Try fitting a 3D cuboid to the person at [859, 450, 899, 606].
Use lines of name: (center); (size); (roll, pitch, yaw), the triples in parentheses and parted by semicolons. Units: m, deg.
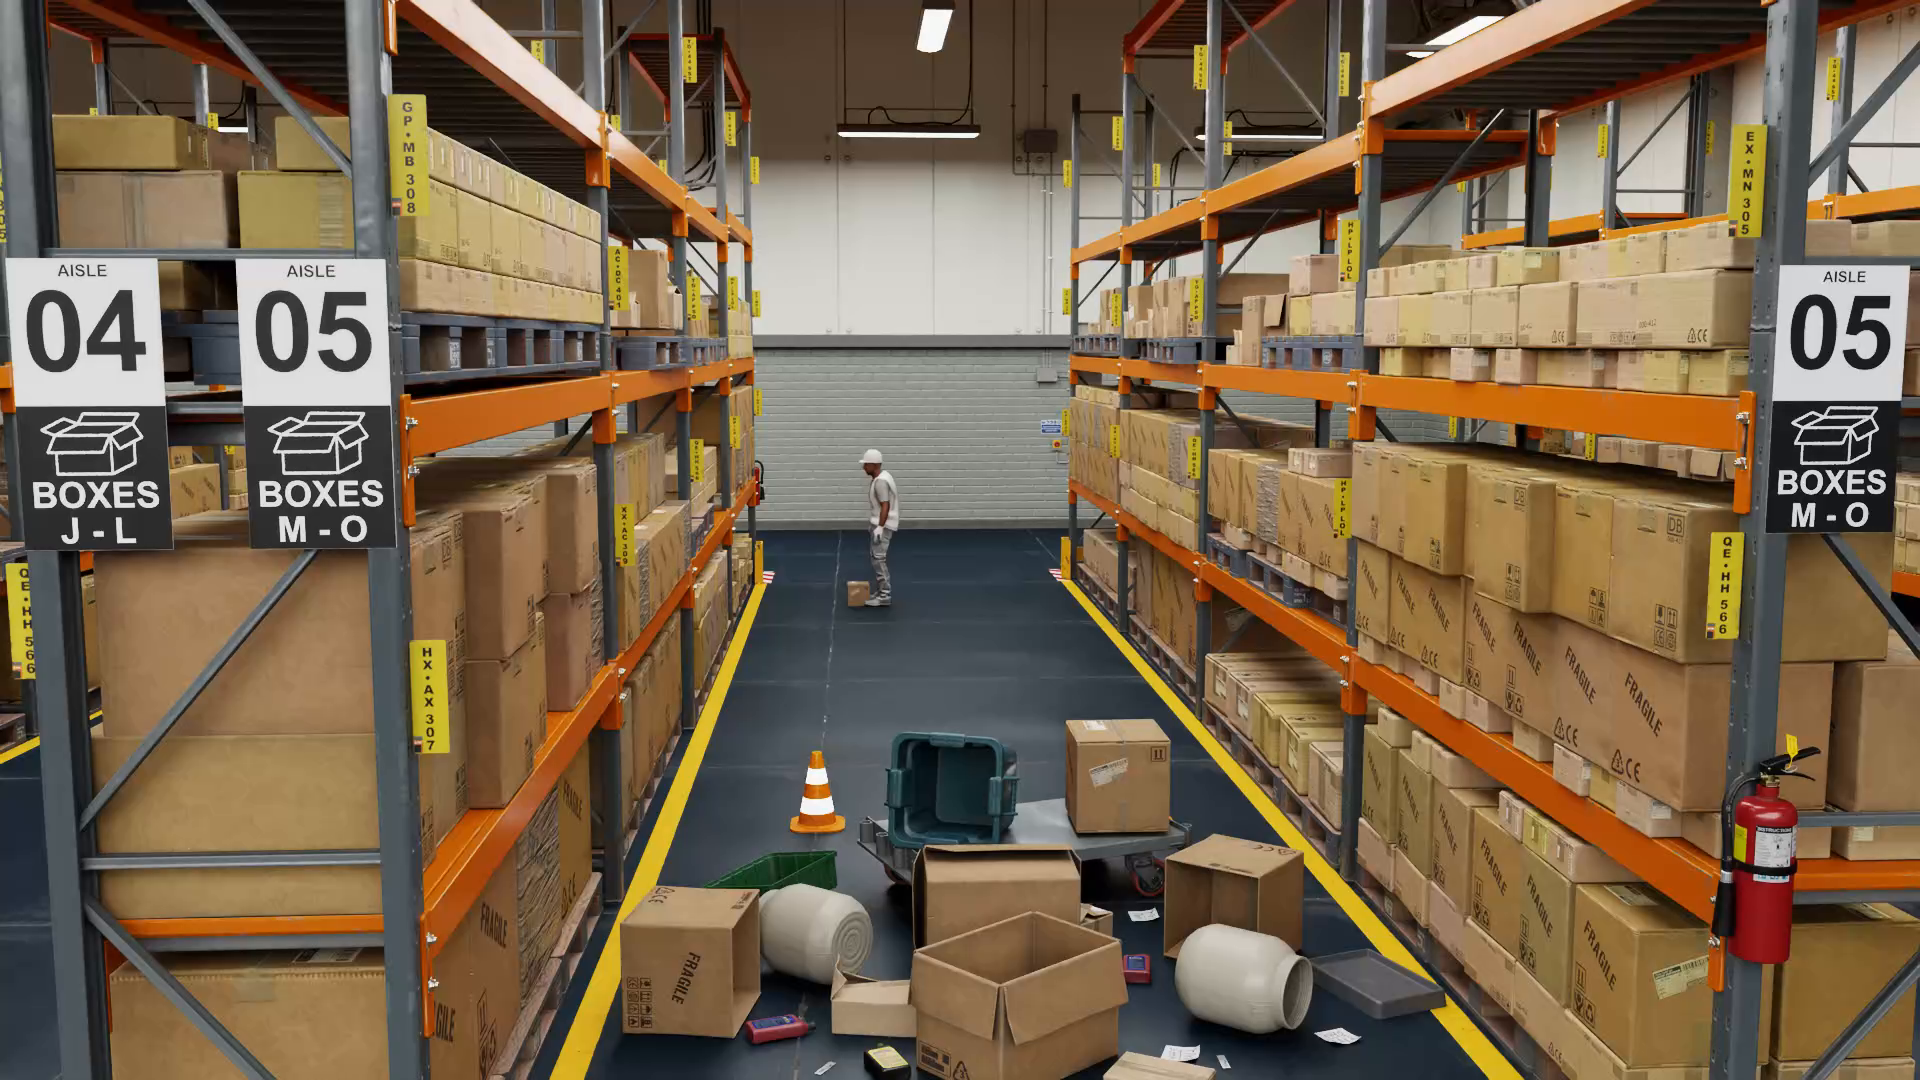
person: (-0.924, -0.143, 18.909); (0.449, 1.772, 0.608); (-1, 7, -6)
